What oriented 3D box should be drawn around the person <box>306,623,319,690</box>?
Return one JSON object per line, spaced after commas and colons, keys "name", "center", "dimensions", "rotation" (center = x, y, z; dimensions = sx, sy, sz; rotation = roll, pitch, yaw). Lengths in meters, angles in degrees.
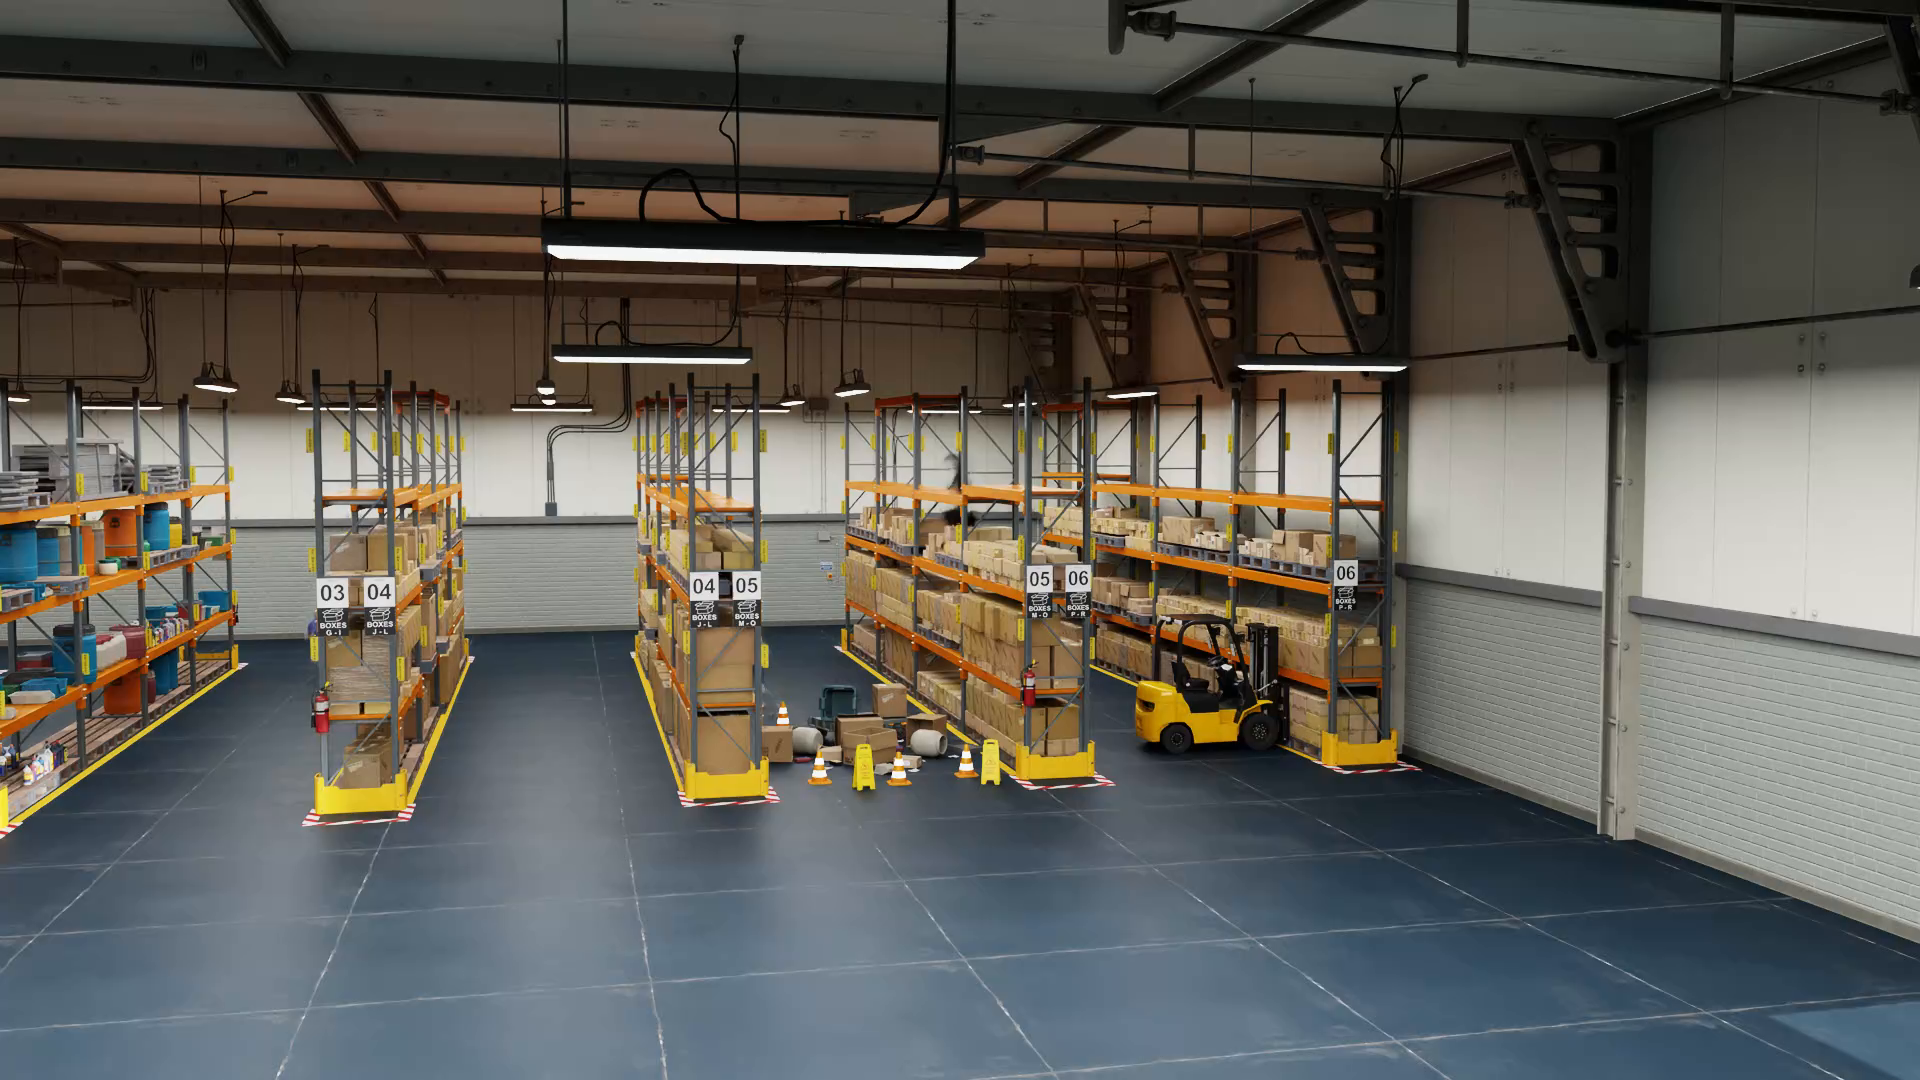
{"name": "person", "center": [-12.946, 2.259, 33.722], "dimensions": [0.585, 1.613, 0.538], "rotation": [-1, 3, -19]}
